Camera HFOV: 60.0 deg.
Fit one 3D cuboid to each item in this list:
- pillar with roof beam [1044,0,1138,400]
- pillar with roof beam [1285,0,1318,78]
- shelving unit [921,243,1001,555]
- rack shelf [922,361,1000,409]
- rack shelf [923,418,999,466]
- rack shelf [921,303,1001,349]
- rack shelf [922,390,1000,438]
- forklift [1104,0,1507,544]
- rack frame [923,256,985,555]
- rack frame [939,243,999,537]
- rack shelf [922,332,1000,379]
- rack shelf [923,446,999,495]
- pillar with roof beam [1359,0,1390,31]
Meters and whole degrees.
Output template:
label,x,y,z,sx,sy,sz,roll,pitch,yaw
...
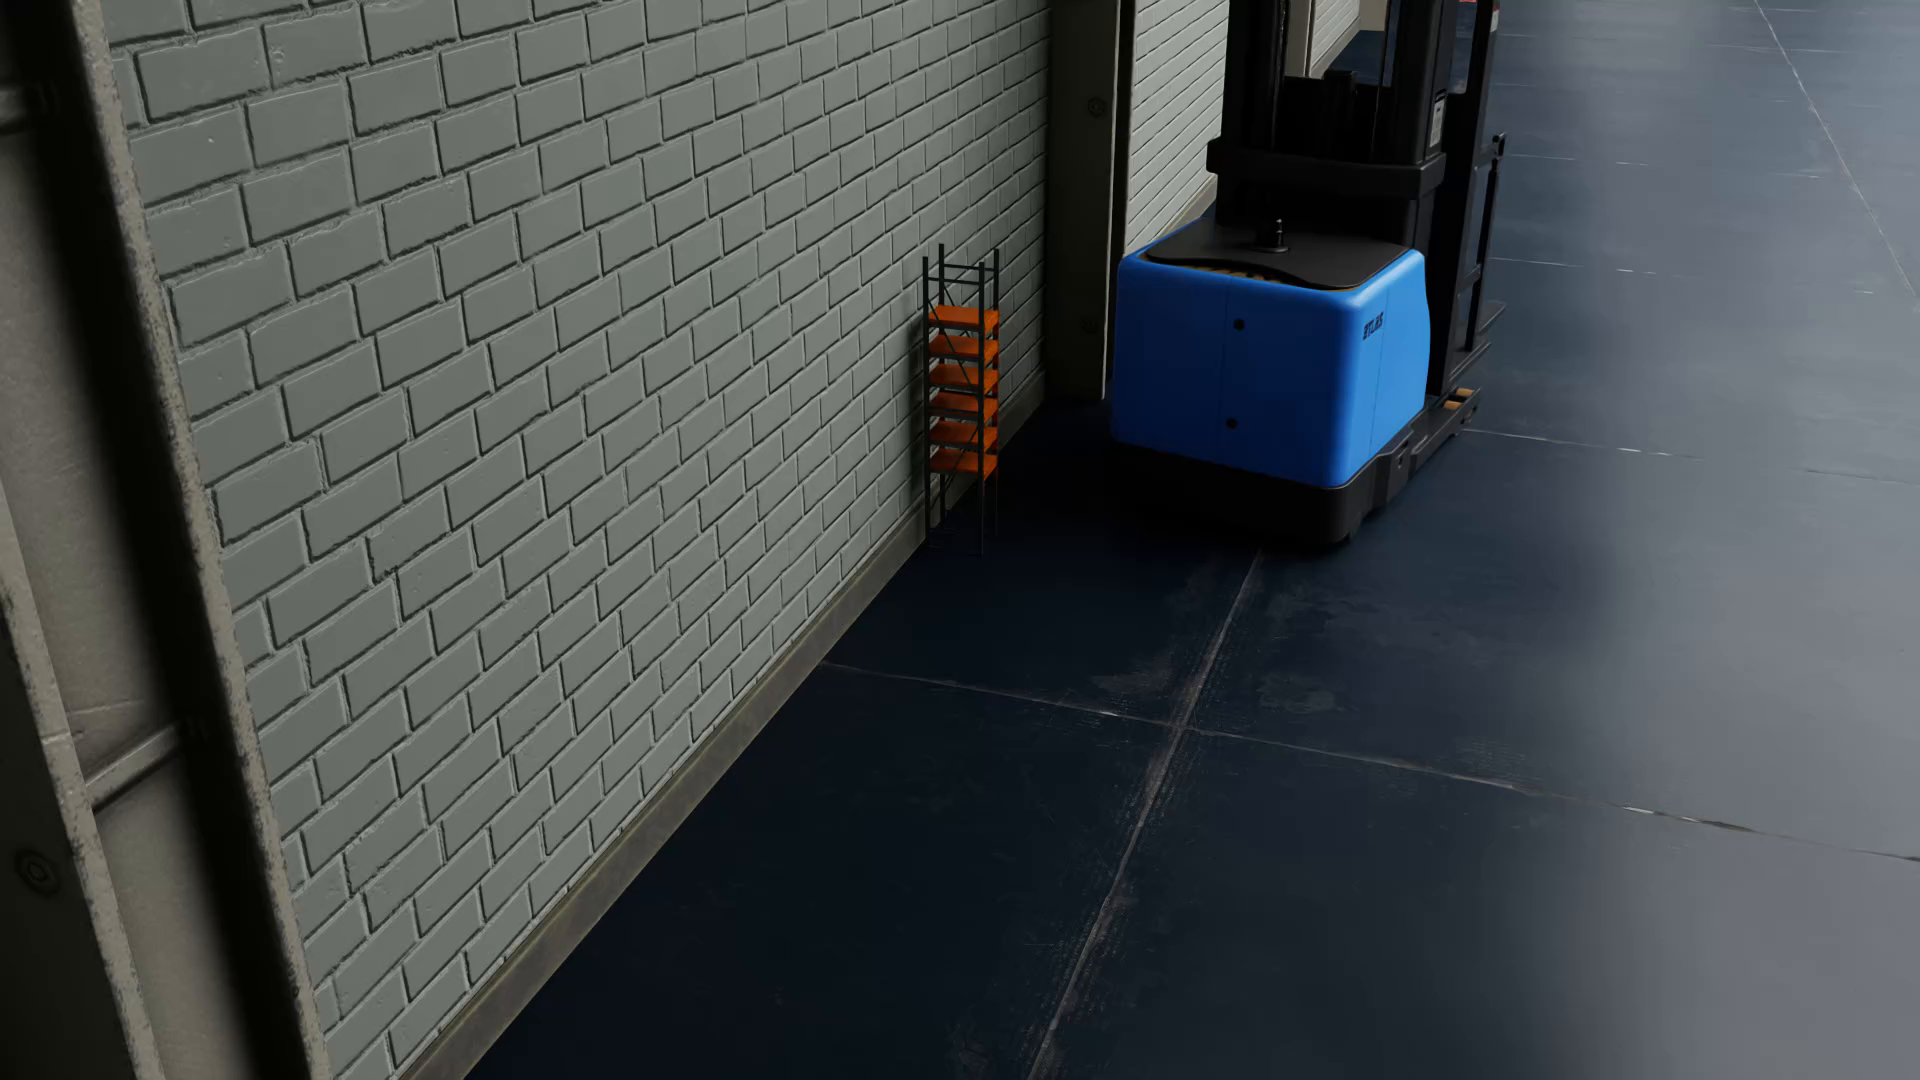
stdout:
label,x,y,z,sx,sy,sz,roll,pitch,yaw
pillar with roof beam,4.676,-4.215,5.129,9.100,9.000,0.400,9,27,17
pillar with roof beam,6.673,-6.680,10.221,9.100,9.000,0.400,9,27,17
shelving unit,0.005,-0.534,6.475,0.258,1.200,0.189,8,27,16
rack shelf,0.005,-0.602,6.442,0.258,0.103,0.180,8,27,16
rack shelf,0.005,-0.386,6.547,0.258,0.103,0.180,8,27,16
rack shelf,0.005,-0.818,6.338,0.258,0.103,0.180,8,27,16
rack shelf,0.005,-0.494,6.495,0.258,0.103,0.180,8,27,16
forklift,1.820,-1.899,7.309,1.130,2.935,3.031,15,30,28
rack frame,-0.024,-0.496,6.397,0.240,1.200,0.006,8,27,16
rack frame,0.033,-0.571,6.553,0.240,1.200,0.006,8,27,16
rack shelf,0.005,-0.710,6.390,0.258,0.103,0.180,8,27,16
rack shelf,0.005,-0.278,6.599,0.258,0.103,0.180,8,27,16
pillar with roof beam,8.669,-9.146,15.314,9.100,9.000,0.400,9,27,17
